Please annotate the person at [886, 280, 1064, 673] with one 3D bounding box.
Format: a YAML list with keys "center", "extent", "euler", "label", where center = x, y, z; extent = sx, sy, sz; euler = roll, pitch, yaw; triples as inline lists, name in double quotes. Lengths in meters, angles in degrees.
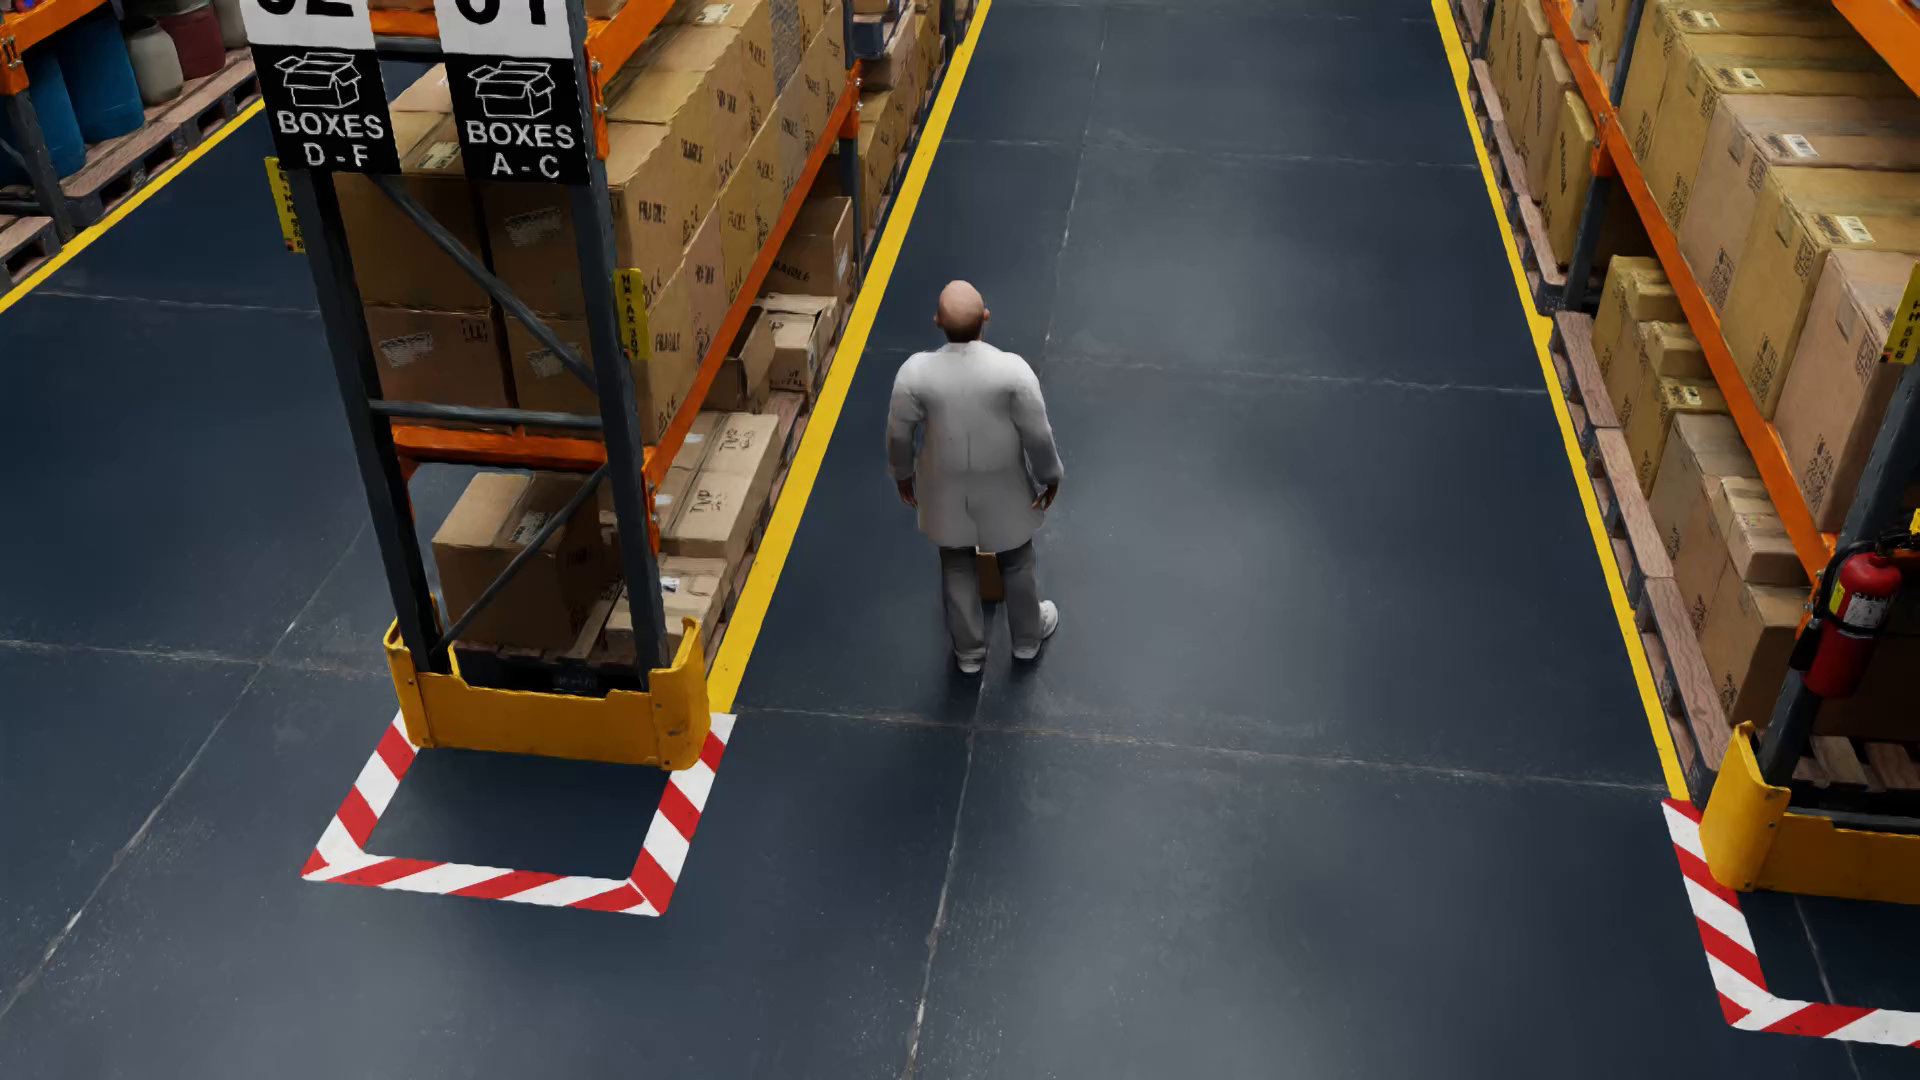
- center: [0.068, -0.274, 6.525]
  extent: [0.694, 1.776, 0.582]
  euler: [5, 36, 7]
  label: "person"
